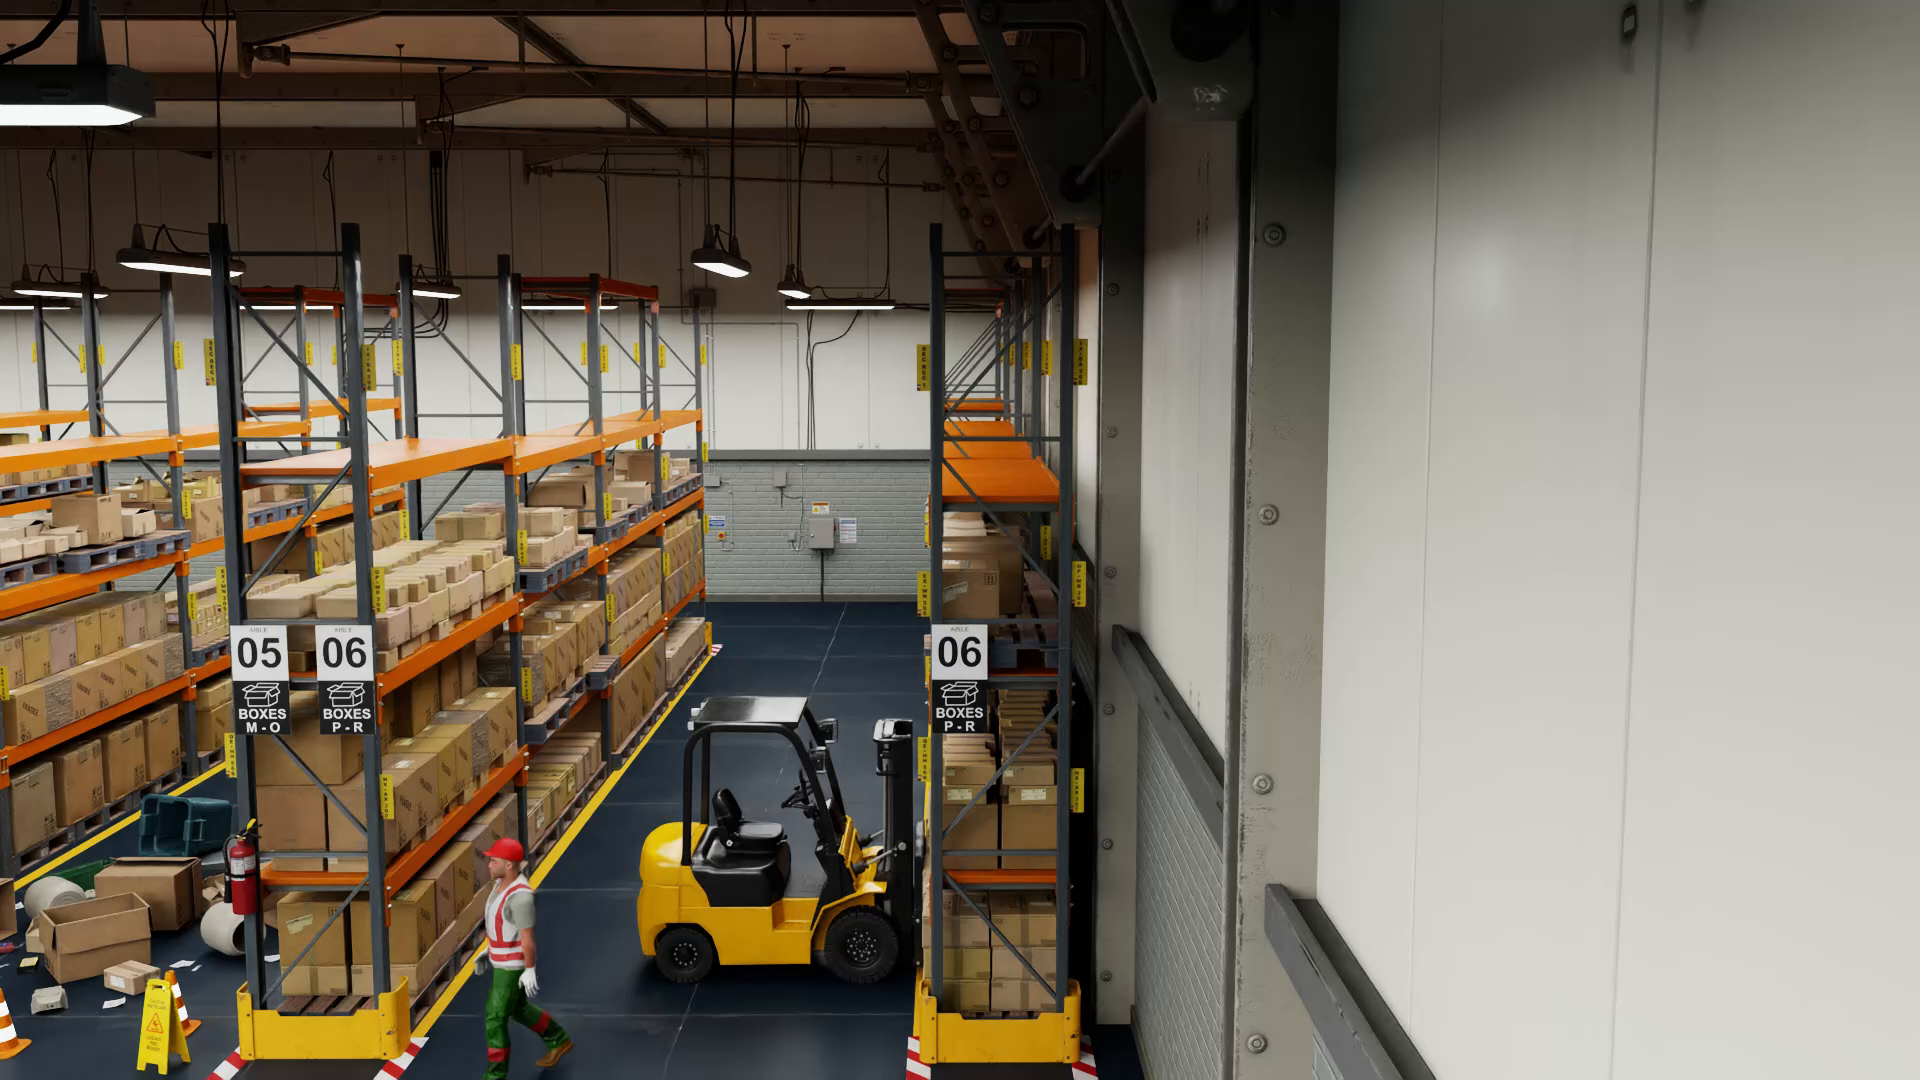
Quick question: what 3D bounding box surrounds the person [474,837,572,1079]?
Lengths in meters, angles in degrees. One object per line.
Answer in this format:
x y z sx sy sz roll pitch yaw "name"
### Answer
-3.102 2.938 11.593 0.810 1.781 0.518 -3 7 -25 "person"
